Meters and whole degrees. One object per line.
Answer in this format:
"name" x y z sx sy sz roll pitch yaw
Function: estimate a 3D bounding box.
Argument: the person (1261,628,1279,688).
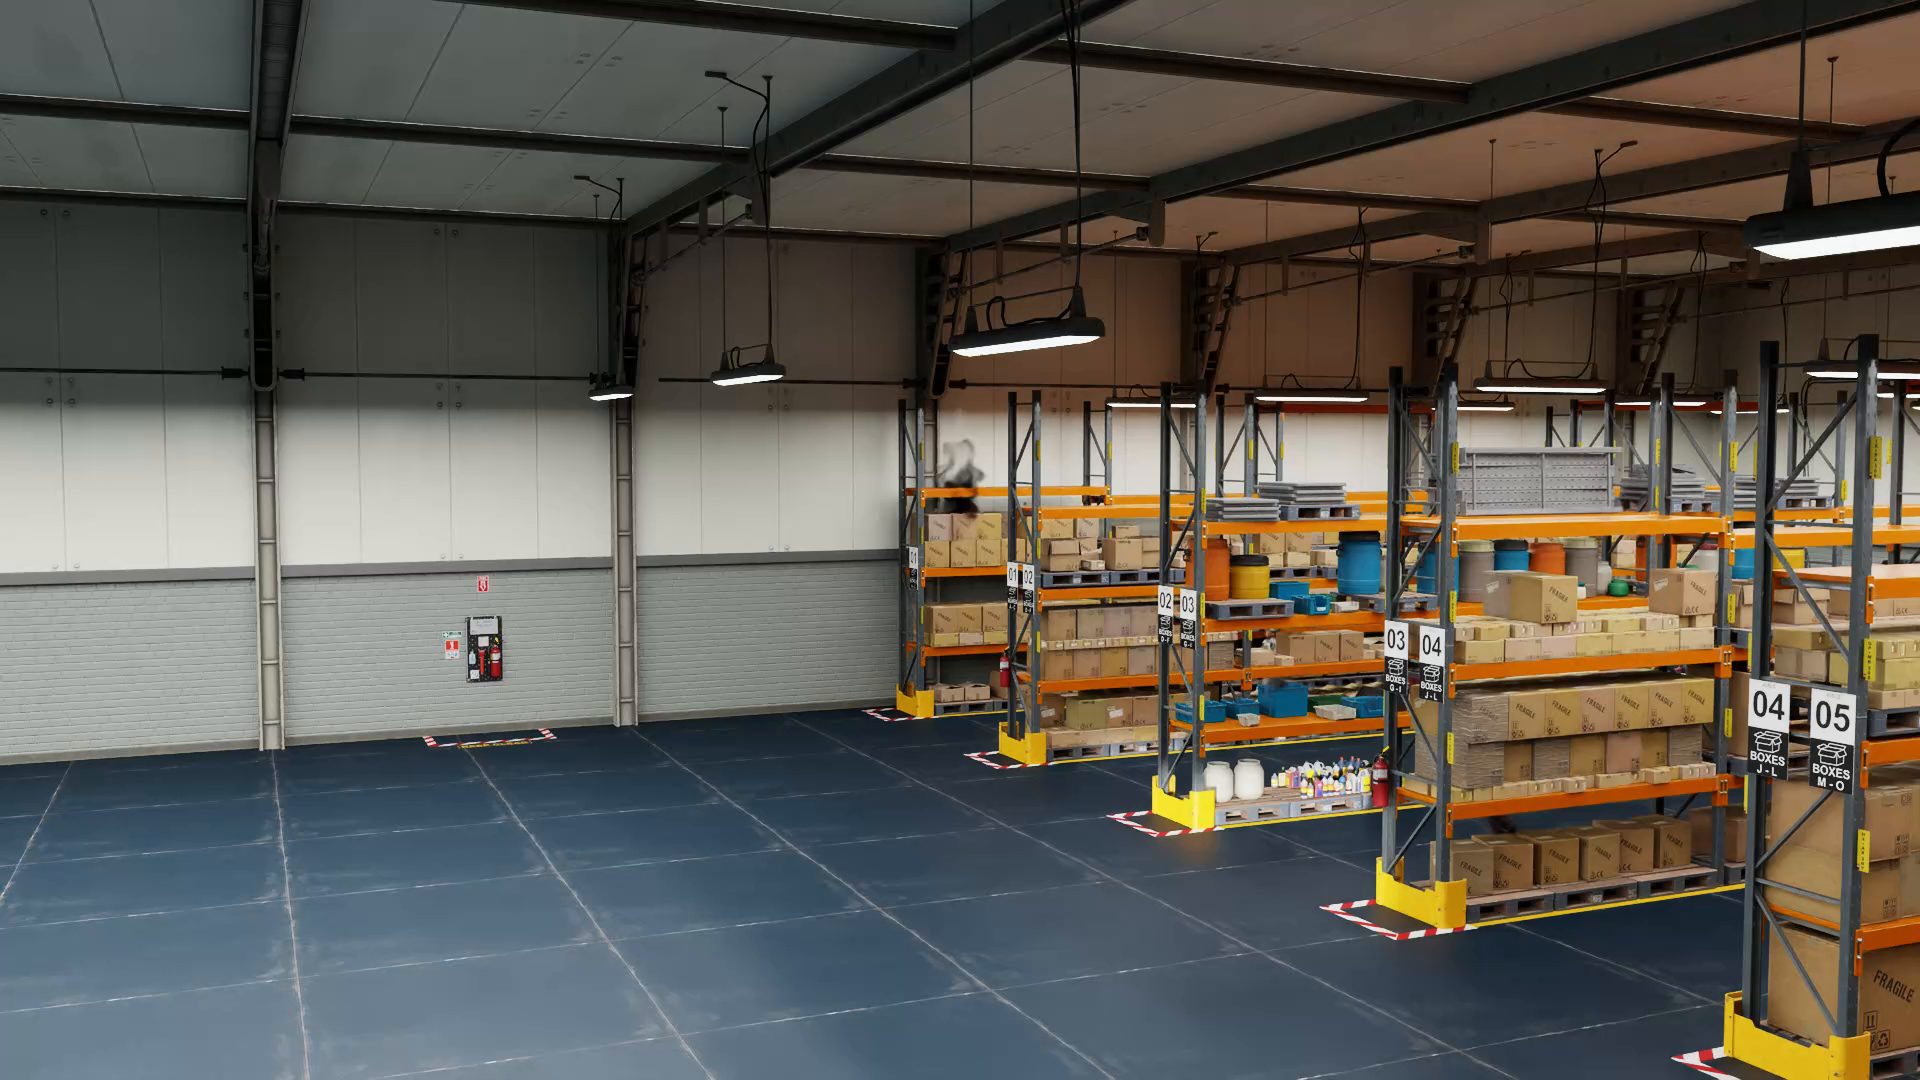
"person" 5.951 2.468 31.862 0.683 1.716 0.616 -2 4 -29

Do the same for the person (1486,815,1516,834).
"person" 6.779 3.076 21.155 0.564 1.676 0.635 -2 4 -26
